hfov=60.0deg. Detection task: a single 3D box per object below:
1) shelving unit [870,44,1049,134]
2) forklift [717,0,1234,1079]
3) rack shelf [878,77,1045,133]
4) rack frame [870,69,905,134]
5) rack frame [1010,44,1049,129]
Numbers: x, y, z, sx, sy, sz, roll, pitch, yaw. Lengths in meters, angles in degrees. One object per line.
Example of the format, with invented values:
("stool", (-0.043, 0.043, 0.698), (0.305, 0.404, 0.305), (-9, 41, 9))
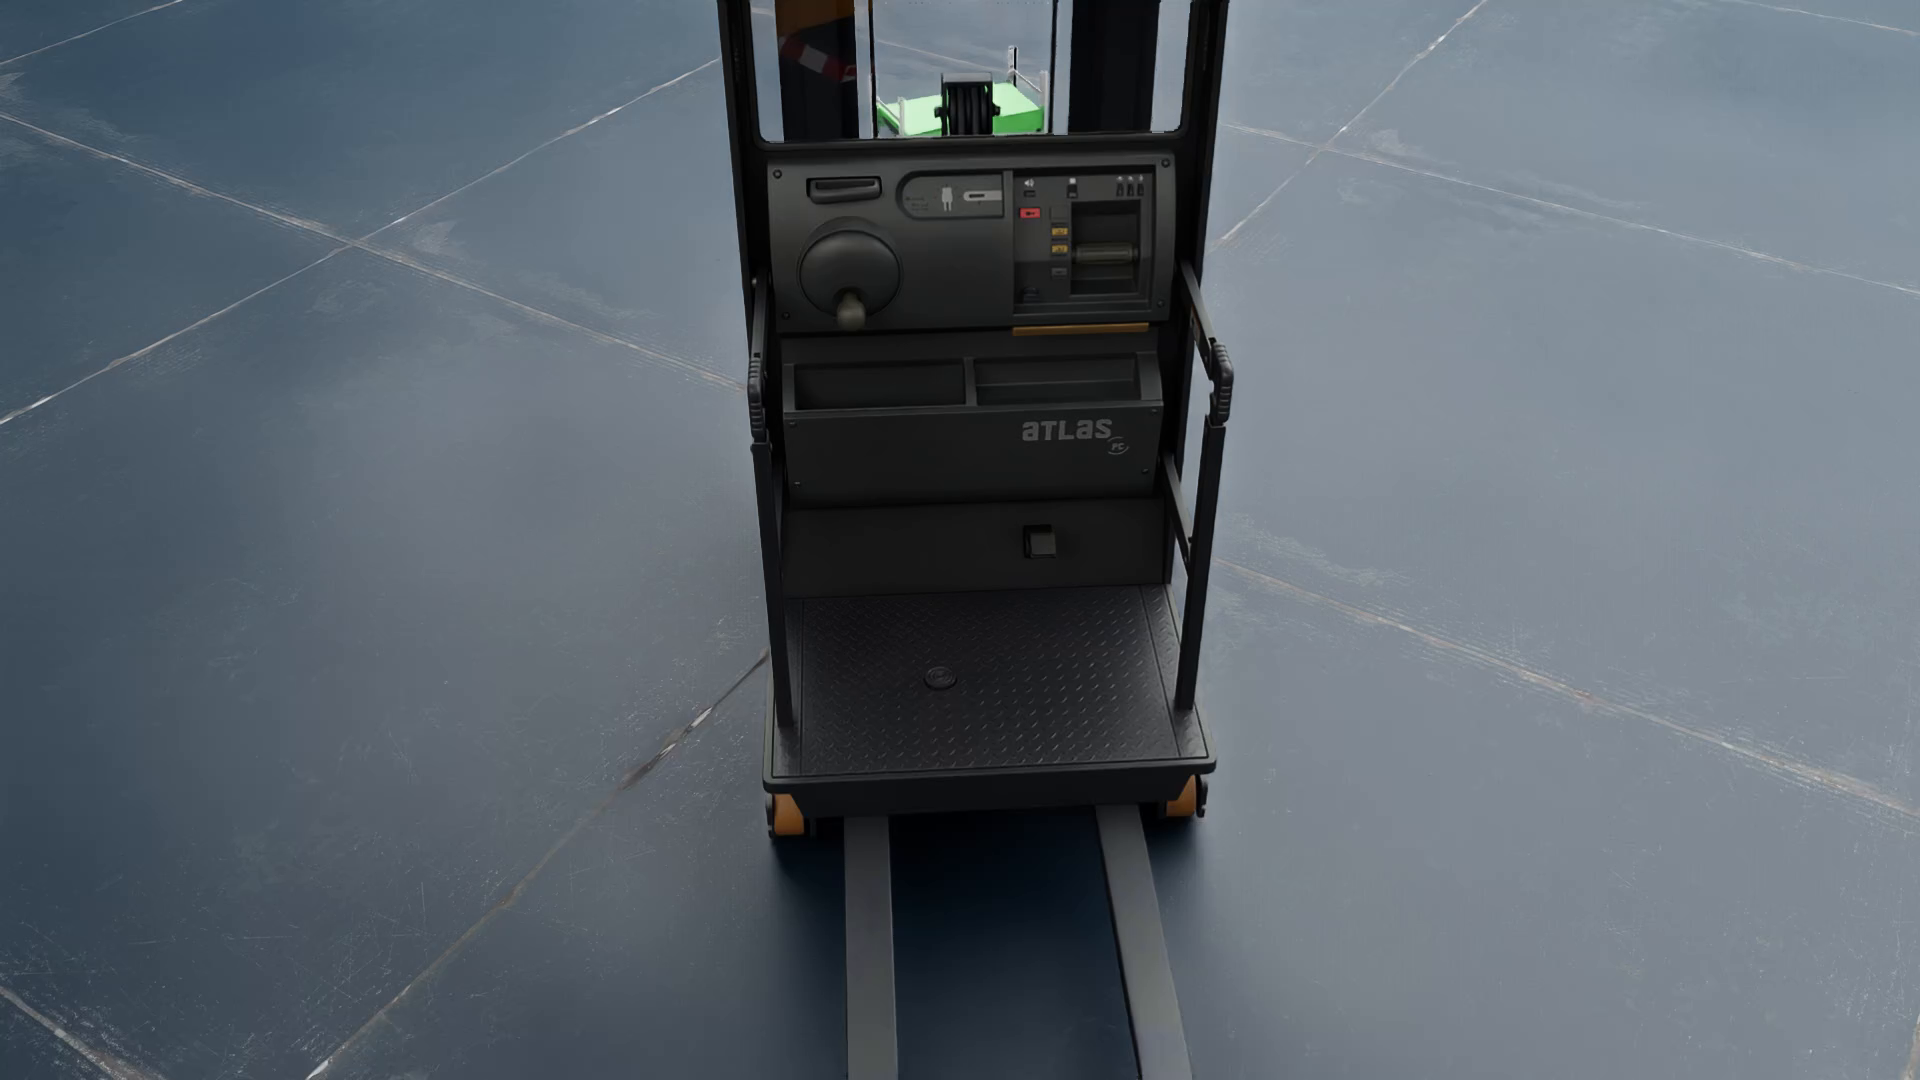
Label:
("shelving unit", (-0.002, -0.991, 5.553), (0.503, 1.200, 0.258), (-16, 40, -19))
("forklift", (0.046, -0.614, 3.645), (1.130, 2.935, 3.031), (-2, 38, -3))
("rack shelf", (-0.002, -1.321, 5.299), (0.480, 0.148, 0.258), (-16, 40, -19))
("rack frame", (-0.224, -0.929, 5.472), (0.015, 1.200, 0.240), (-16, 40, -19))
("rack frame", (0.220, -1.053, 5.634), (0.015, 1.200, 0.240), (-16, 40, -19))
